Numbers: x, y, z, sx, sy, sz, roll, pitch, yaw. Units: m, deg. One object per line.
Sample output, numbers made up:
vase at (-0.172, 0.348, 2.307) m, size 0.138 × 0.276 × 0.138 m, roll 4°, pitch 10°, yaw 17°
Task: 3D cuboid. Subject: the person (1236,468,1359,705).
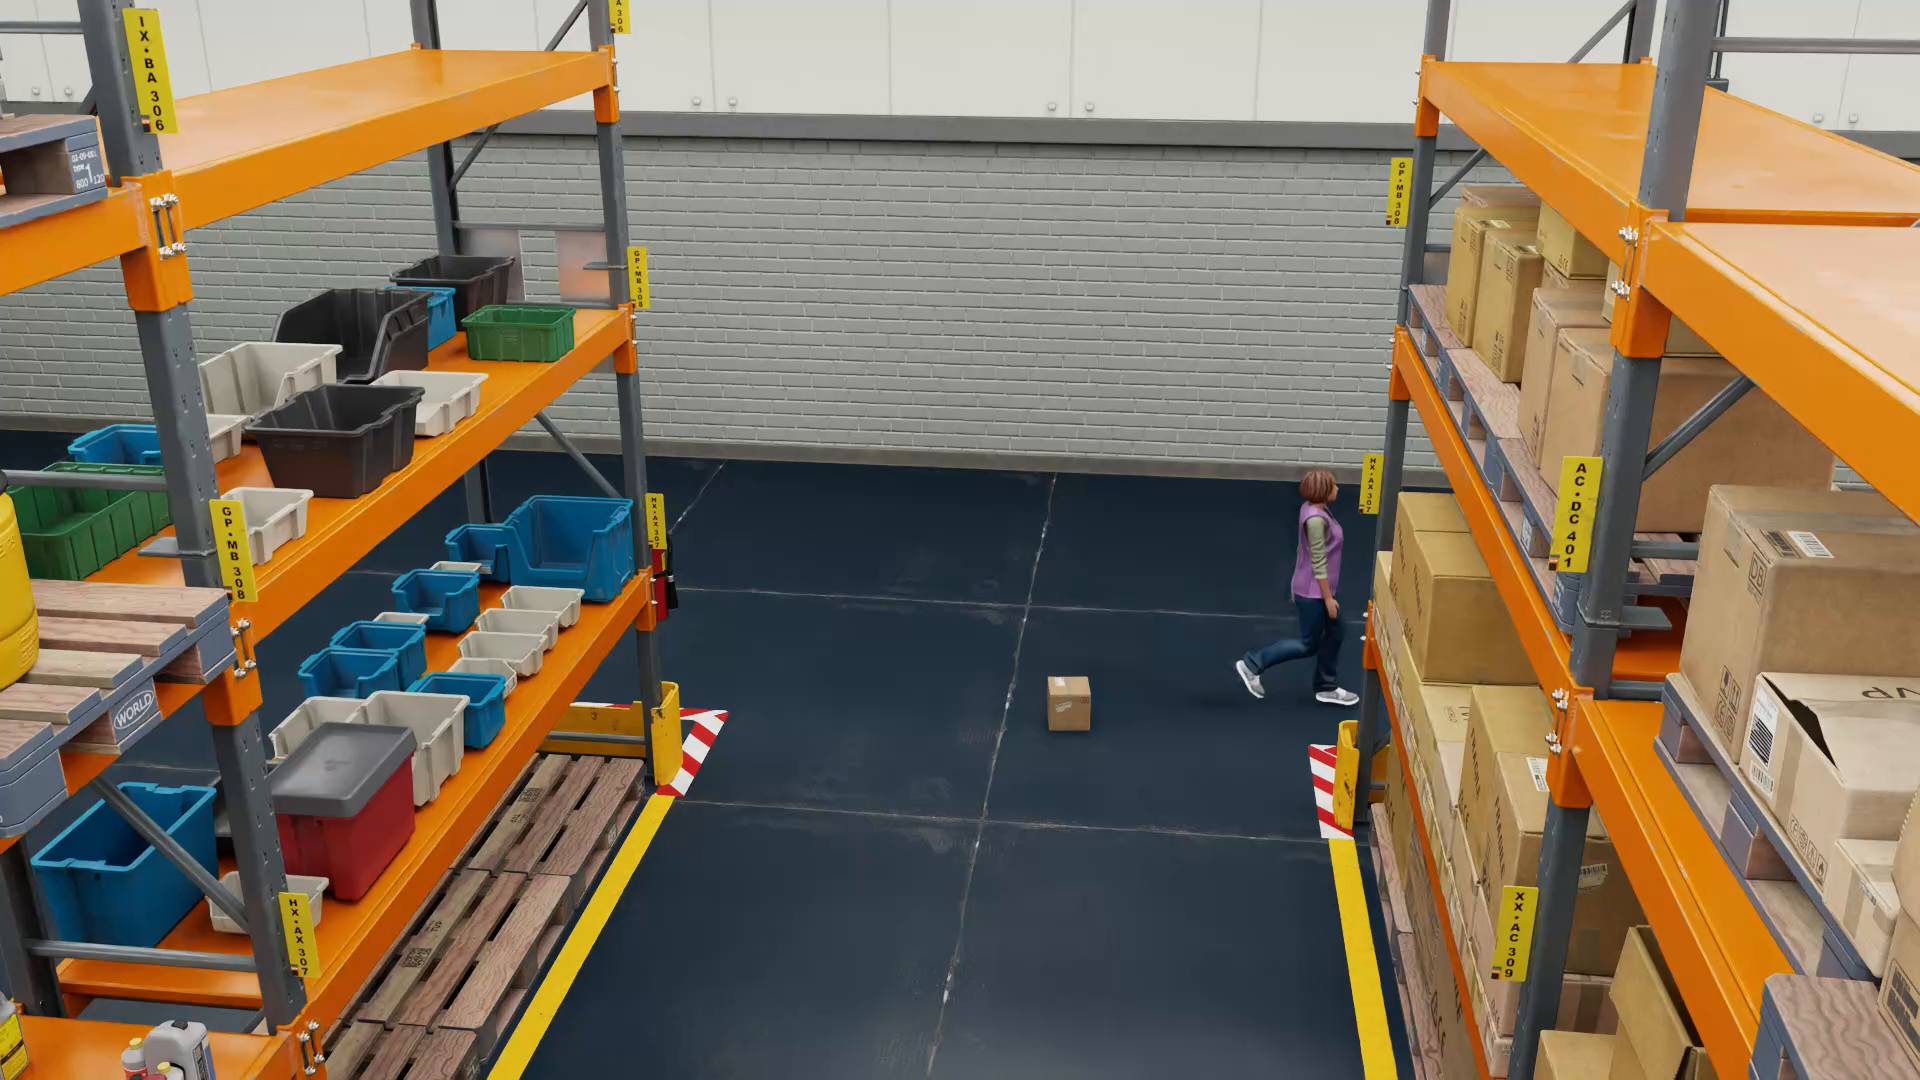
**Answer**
person at (2.144, 0.297, 10.305) m, size 0.774 × 1.568 × 0.393 m, roll 6°, pitch 22°, yaw 14°
